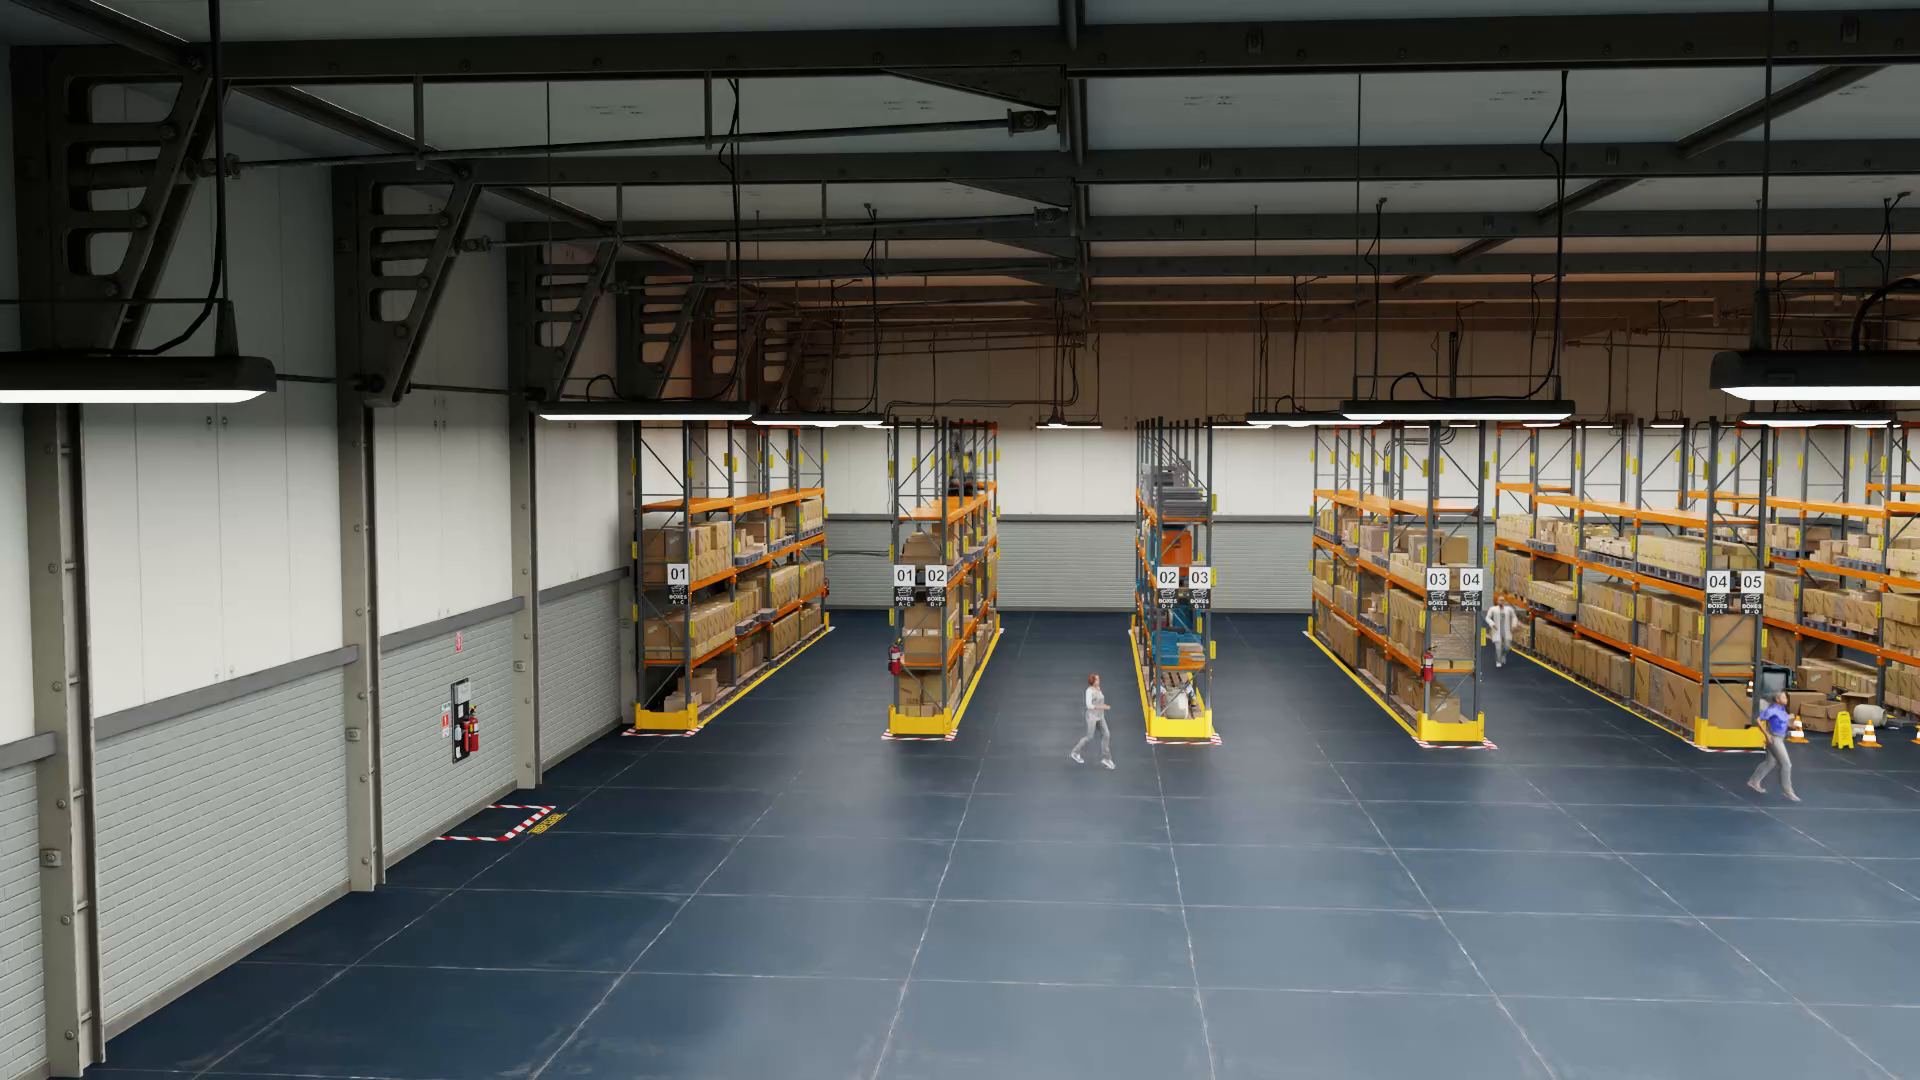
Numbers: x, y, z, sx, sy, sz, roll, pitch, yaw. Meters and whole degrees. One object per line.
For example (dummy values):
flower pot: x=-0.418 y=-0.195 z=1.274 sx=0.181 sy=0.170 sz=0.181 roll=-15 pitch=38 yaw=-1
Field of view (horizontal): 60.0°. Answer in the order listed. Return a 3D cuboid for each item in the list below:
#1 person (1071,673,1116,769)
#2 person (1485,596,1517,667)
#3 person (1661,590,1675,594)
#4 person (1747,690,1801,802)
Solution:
person: x=2.275 y=3.073 z=28.376 sx=0.806 sy=1.625 sz=0.545 roll=2 pitch=4 yaw=33
person: x=13.120 y=2.263 z=40.300 sx=0.759 sy=1.643 sz=0.660 roll=0 pitch=4 yaw=7
person: x=20.332 y=1.792 z=47.289 sx=0.754 sy=1.757 sz=0.817 roll=1 pitch=4 yaw=14
person: x=12.737 y=3.186 z=25.970 sx=0.809 sy=1.693 sz=0.570 roll=3 pitch=5 yaw=39
